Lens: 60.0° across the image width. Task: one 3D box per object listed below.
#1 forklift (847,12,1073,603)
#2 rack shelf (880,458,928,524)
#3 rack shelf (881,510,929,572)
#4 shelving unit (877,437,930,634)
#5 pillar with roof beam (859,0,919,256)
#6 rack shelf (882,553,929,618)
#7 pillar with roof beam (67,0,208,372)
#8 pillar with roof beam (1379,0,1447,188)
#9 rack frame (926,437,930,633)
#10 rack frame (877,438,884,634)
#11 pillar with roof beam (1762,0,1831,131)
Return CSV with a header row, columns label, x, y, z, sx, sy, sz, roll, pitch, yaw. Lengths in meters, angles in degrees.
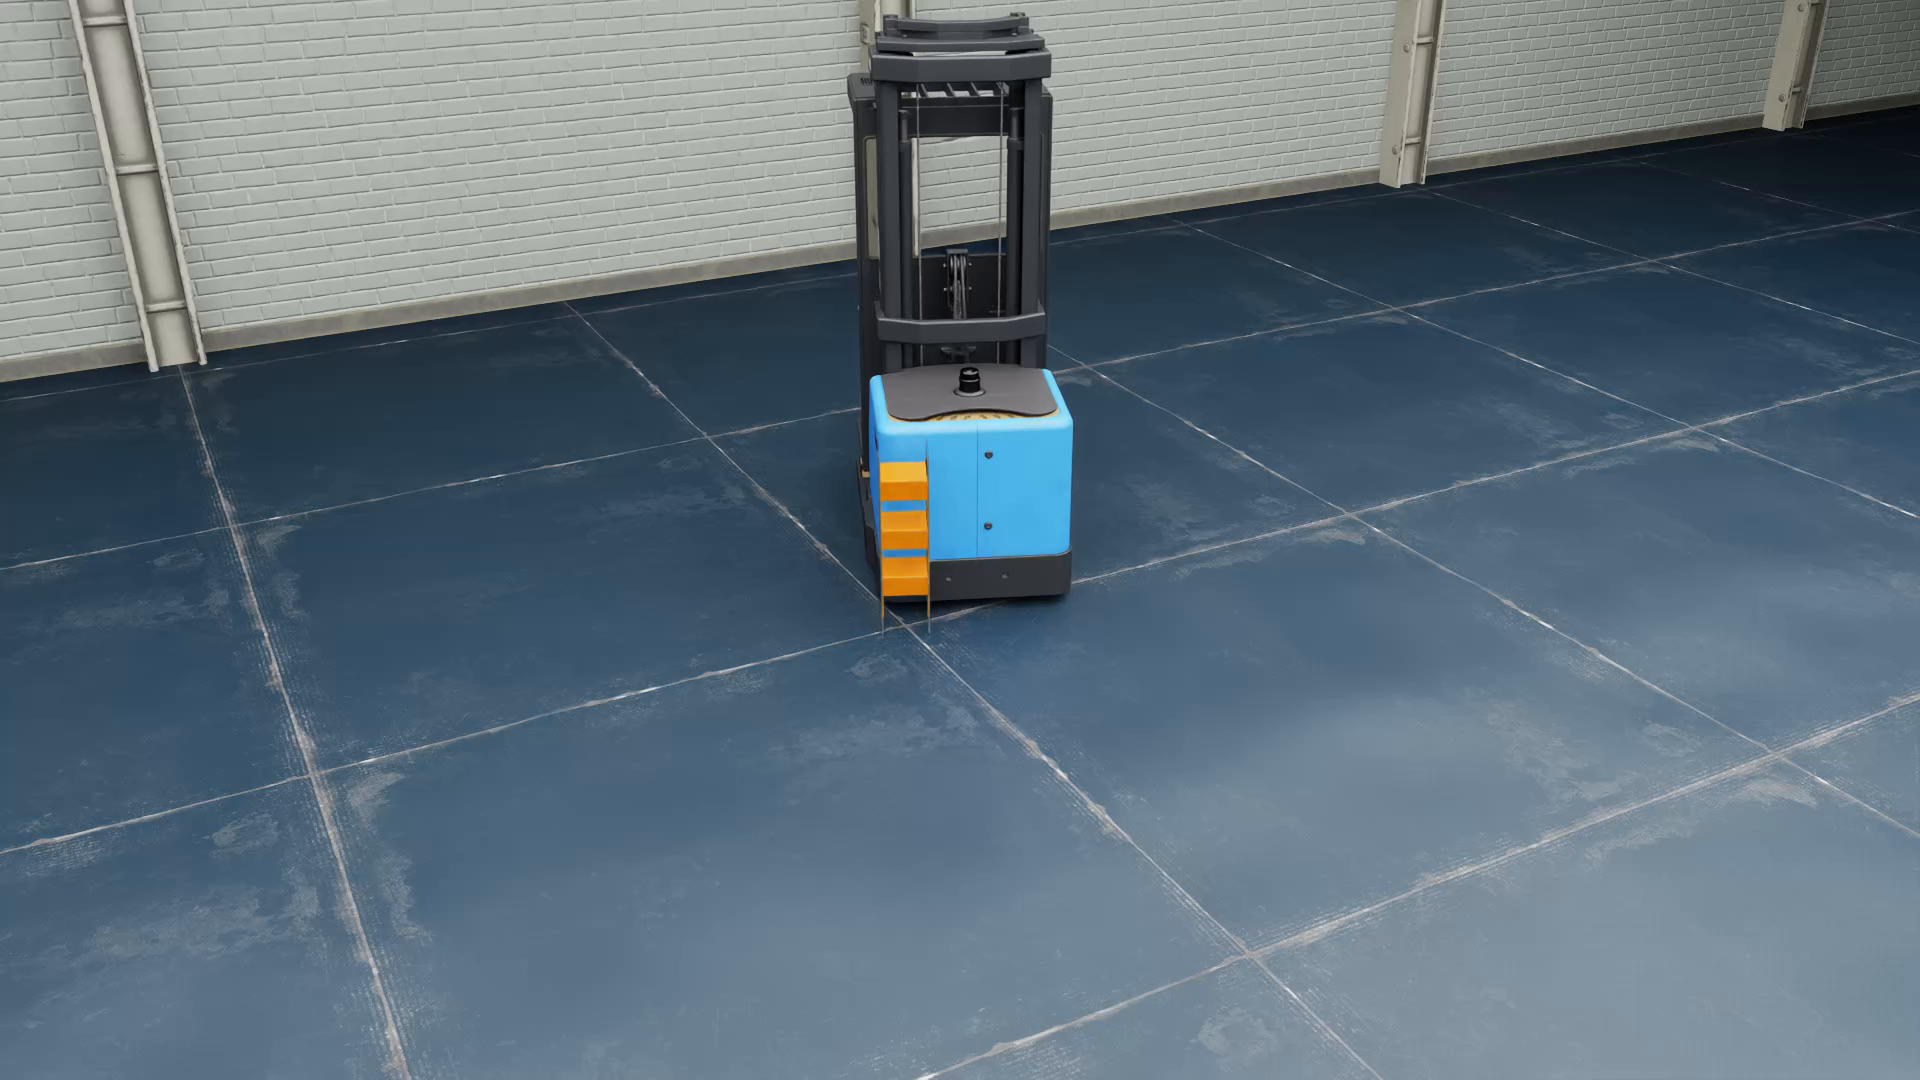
label,x,y,z,sx,sy,sz,roll,pitch,yaw
forklift,-0.066,-1.592,9.680,1.130,2.935,3.031,-3,26,-5
rack shelf,-0.285,-0.246,8.402,0.240,0.259,0.215,-2,31,-3
rack shelf,-0.286,-0.002,8.547,0.240,0.259,0.215,-2,31,-3
shelving unit,-0.286,-0.011,8.541,0.252,1.050,0.215,-2,31,-3
pillar with roof beam,1.410,-4.982,9.729,0.400,9.000,9.100,-13,29,-25
rack shelf,-0.288,0.237,8.688,0.240,0.259,0.215,-2,31,-3
pillar with roof beam,-3.884,-3.760,7.183,0.400,9.000,9.100,-13,29,-25
pillar with roof beam,6.704,-6.204,12.274,0.400,9.000,9.100,-13,29,-25
rack frame,-0.165,-0.015,8.548,0.008,1.050,0.200,-2,31,-3
rack frame,-0.408,-0.008,8.534,0.008,1.050,0.200,-2,31,-3
pillar with roof beam,11.998,-7.426,14.819,0.400,9.000,9.100,-13,29,-25
